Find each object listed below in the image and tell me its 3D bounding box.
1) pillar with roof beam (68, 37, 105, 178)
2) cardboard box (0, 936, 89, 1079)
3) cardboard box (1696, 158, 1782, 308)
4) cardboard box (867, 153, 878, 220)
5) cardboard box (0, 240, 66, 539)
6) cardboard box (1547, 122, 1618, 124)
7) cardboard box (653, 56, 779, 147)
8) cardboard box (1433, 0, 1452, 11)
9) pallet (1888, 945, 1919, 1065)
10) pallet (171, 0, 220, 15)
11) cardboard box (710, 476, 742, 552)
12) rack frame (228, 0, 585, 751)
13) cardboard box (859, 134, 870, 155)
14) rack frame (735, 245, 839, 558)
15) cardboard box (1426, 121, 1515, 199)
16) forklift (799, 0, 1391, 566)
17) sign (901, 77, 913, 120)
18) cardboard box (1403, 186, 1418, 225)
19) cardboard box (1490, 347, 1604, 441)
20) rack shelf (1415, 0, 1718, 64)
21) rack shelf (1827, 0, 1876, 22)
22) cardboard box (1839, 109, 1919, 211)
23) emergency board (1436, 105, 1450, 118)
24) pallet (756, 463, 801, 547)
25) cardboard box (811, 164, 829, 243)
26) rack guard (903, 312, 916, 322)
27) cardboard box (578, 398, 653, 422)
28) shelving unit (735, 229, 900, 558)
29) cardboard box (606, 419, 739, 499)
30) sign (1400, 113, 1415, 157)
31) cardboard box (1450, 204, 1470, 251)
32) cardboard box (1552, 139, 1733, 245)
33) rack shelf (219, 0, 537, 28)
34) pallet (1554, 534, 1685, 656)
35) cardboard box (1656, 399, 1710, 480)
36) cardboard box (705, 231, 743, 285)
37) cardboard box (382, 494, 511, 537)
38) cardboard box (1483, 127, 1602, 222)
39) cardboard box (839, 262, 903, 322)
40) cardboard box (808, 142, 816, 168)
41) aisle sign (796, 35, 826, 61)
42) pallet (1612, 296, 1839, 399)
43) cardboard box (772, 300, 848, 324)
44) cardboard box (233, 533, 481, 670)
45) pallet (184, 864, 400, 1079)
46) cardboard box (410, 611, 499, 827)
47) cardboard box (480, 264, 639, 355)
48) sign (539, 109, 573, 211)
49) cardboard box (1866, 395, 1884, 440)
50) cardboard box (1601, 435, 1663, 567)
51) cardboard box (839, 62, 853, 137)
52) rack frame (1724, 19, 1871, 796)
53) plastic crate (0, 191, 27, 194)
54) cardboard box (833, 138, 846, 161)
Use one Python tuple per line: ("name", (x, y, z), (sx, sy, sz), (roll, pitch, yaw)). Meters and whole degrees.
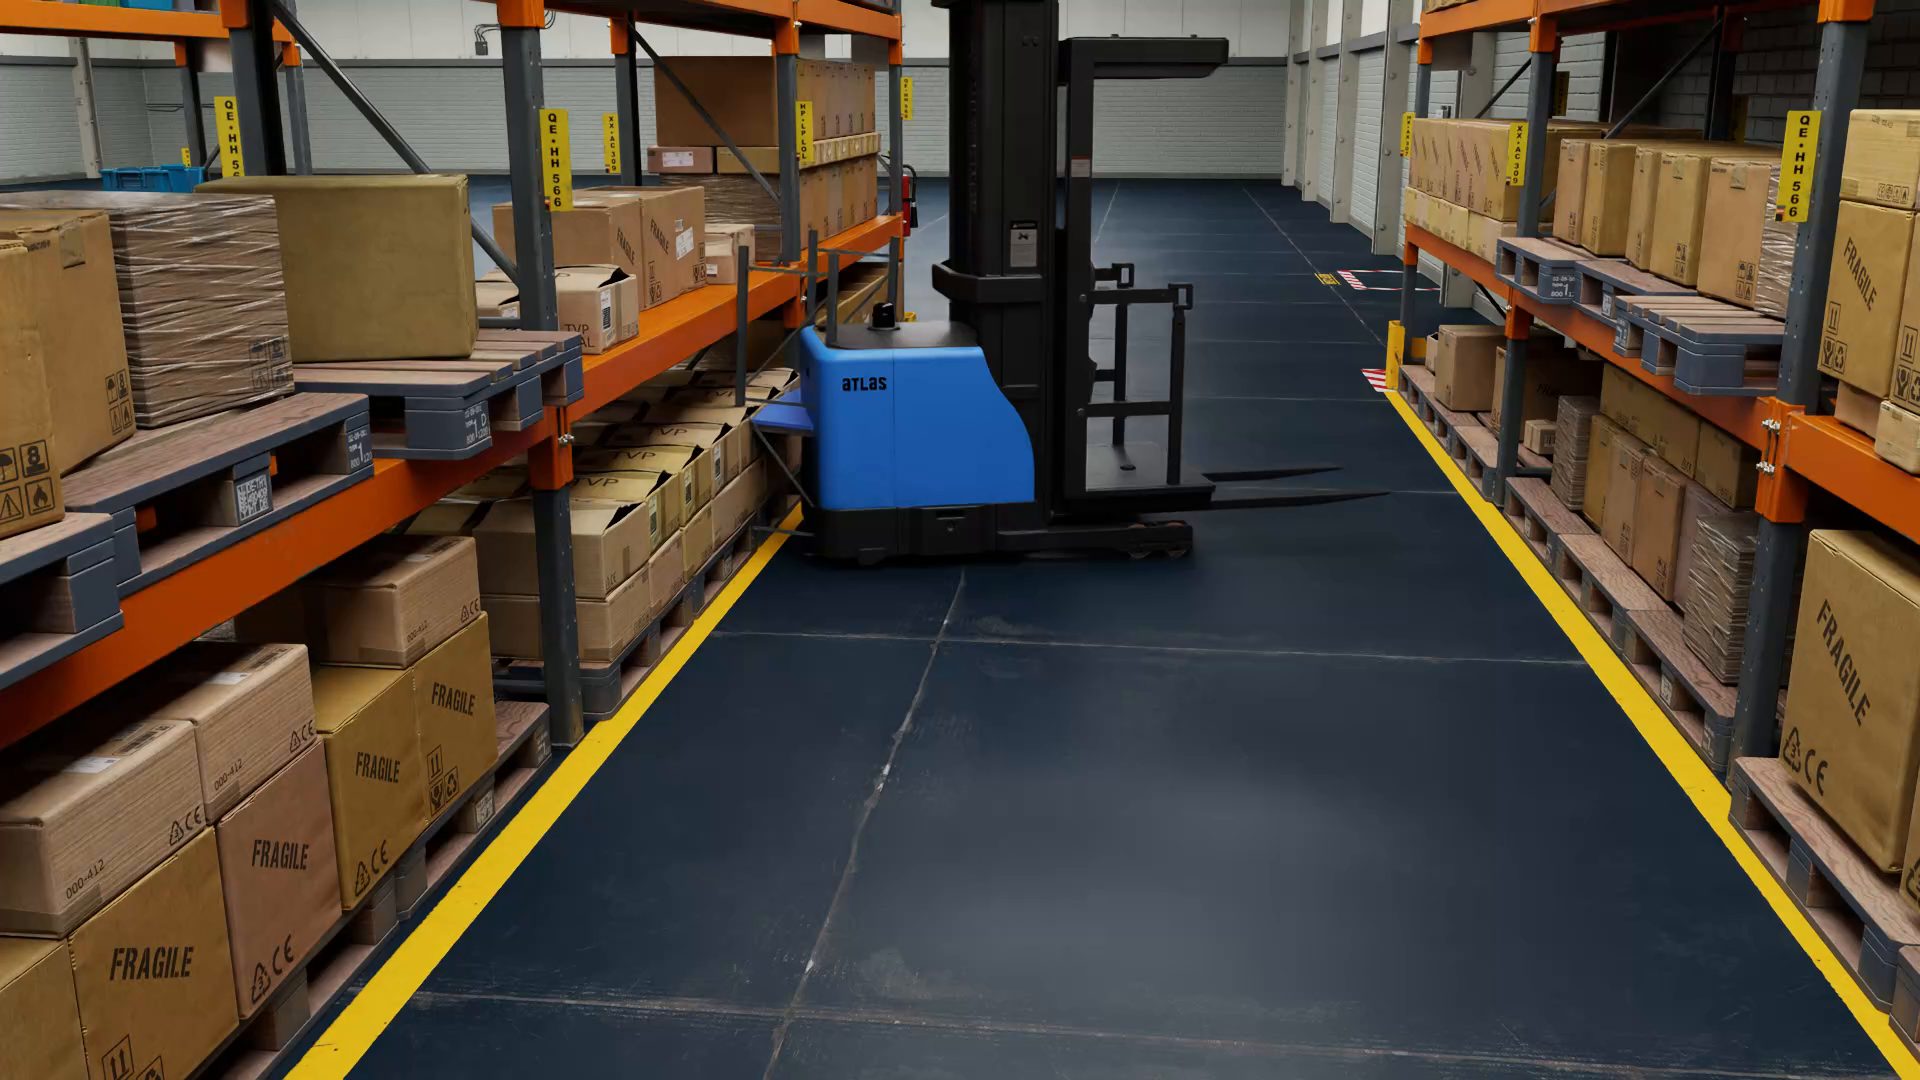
("pillar with roof beam", (-18.892, -13.933, 42.949), (9.100, 9.000, 0.400), (2, 15, 6))
("cardboard box", (-1.967, 1.043, 3.005), (0.500, 0.500, 0.500), (2, 15, 7))
("cardboard box", (3.140, -1.116, 6.007), (0.700, 0.500, 0.500), (0, 15, 1))
("cardboard box", (-1.025, -2.734, 12.837), (0.700, 0.500, 0.500), (2, 15, 6))
("cardboard box", (-2.023, -0.242, 2.815), (0.700, 0.500, 0.500), (4, 16, 15))
("cardboard box", (3.944, -2.438, 10.743), (0.500, 0.500, 0.500), (2, 15, 7))
("cardboard box", (-1.367, -2.559, 9.703), (0.700, 0.500, 0.500), (2, 15, 7))
("cardboard box", (3.581, -3.950, 11.548), (0.500, 0.500, 0.500), (3, 15, 10))
("pallet", (2.757, 1.277, 3.536), (1.003, 0.211, 1.213), (2, 15, 6))
("pallet", (-6.071, -4.099, 12.689), (1.003, 0.211, 1.213), (2, 15, 6))
("cardboard box", (-1.344, -0.133, 7.871), (0.500, 0.250, 0.500), (2, 15, 7))
("rack frame", (-1.862, -0.732, 5.623), (1.000, 3.000, 0.127), (2, 15, 6))
("cardboard box", (-0.870, -2.929, 12.315), (0.380, 0.149, 0.250), (1, 15, 5))
("rack frame", (-0.861, -0.666, 8.143), (0.500, 1.500, 0.032), (7, 16, 13))
("cardboard box", (3.481, -2.585, 11.286), (0.500, 0.500, 0.500), (1, 15, 4))
("forklift", (0.713, -1.460, 8.446), (3.031, 2.935, 1.130), (-3, 15, -10))
("sign", (-0.422, -3.461, 13.042), (0.100, 0.325, 0.005), (2, 15, 6))
("cardboard box", (3.593, -2.482, 12.344), (0.500, 0.250, 0.500), (1, 15, 5))
("cardboard box", (3.589, -0.901, 10.192), (0.500, 0.500, 0.500), (1, 15, 2))
("rack shelf", (3.738, -3.244, 10.544), (1.077, 0.370, 4.000), (2, 15, 6))
("rack shelf", (2.835, -1.169, 2.871), (1.077, 0.370, 4.000), (2, 15, 6))
("cardboard box", (2.750, -1.033, 4.499), (0.500, 0.250, 0.500), (2, 15, 8))
("emergency board", (5.738, -4.651, 20.116), (0.194, 1.169, 0.643), (2, 15, 6))
("pallet", (-1.455, -0.231, 9.112), (1.003, 0.211, 1.213), (2, 15, 6))
("cardboard box", (-1.253, -2.200, 10.860), (0.700, 0.500, 0.500), (2, 15, 7))
("rack guard", (-0.956, -1.606, 13.645), (1.175, 0.500, 0.348), (2, 15, 6))
("cardboard box", (-1.824, -0.552, 8.345), (0.500, 0.311, 0.500), (1, 15, 4))
("shelving unit", (-0.735, -0.793, 8.619), (0.538, 1.500, 1.048), (7, 16, 13))
("cardboard box", (-1.343, -0.407, 7.811), (0.500, 0.311, 0.500), (2, 15, 6))
("sign", (3.424, -3.096, 12.706), (0.100, 0.325, 0.005), (2, 15, 6))
("cardboard box", (3.370, -1.953, 10.389), (0.500, 0.250, 0.500), (2, 15, 6))
("cardboard box", (3.421, -1.754, 8.368), (0.700, 0.500, 0.500), (2, 15, 6))
("rack shelf", (-2.088, -1.314, 3.407), (1.077, 0.370, 4.000), (2, 15, 6))
("pallet", (3.290, 0.241, 7.367), (1.003, 0.211, 1.213), (2, 15, 6))
("cardboard box", (3.270, -0.423, 6.988), (0.500, 0.250, 0.500), (2, 15, 6))
("cardboard box", (-1.327, -1.471, 8.614), (0.396, 0.266, 0.258), (1, 15, 5))
("cardboard box", (-2.047, -0.021, 6.383), (0.500, 0.311, 0.500), (2, 15, 8))
("cardboard box", (3.258, -2.056, 9.330), (0.500, 0.500, 0.500), (2, 15, 6))
("cardboard box", (-0.724, -1.896, 12.955), (0.500, 0.500, 0.500), (2, 15, 6))
("cardboard box", (-1.104, -2.395, 10.338), (0.380, 0.149, 0.250), (2, 15, 6))
("aisle sign", (-1.256, -4.088, 13.053), (0.394, 0.787, 0.004), (2, 15, 6))
("pallet", (3.035, -0.682, 5.807), (1.213, 0.211, 1.003), (2, 15, 6))
("cardboard box", (-0.998, -1.248, 10.557), (0.500, 0.500, 0.500), (2, 15, 6))
("cardboard box", (-1.736, 0.164, 4.817), (0.500, 0.250, 0.500), (2, 15, 8))
("pallet", (-2.124, 1.122, 4.108), (1.003, 0.211, 1.213), (2, 15, 6))
("cardboard box", (-1.734, 0.512, 4.969), (0.500, 0.500, 0.500), (2, 15, 8))
("cardboard box", (-1.568, -0.915, 6.471), (0.500, 0.311, 0.500), (2, 15, 6))
("sign", (-1.322, -1.239, 5.432), (0.100, 0.325, 0.005), (2, 15, 6))
("cardboard box", (2.756, -0.332, 4.586), (0.380, 0.149, 0.250), (2, 15, 7))
("cardboard box", (3.339, -0.172, 7.498), (0.700, 0.500, 0.500), (2, 15, 7))
("cardboard box", (-1.141, -3.080, 11.628), (0.700, 0.500, 0.500), (2, 15, 6))
("rack frame", (3.061, -0.587, 5.087), (1.000, 3.000, 0.127), (2, 15, 6))
("plastic crate", (-6.146, -2.018, 10.499), (0.767, 0.338, 0.504), (2, 15, 6))
("cardboard box", (-0.986, -2.661, 11.323), (0.380, 0.149, 0.250), (1, 15, 5))
